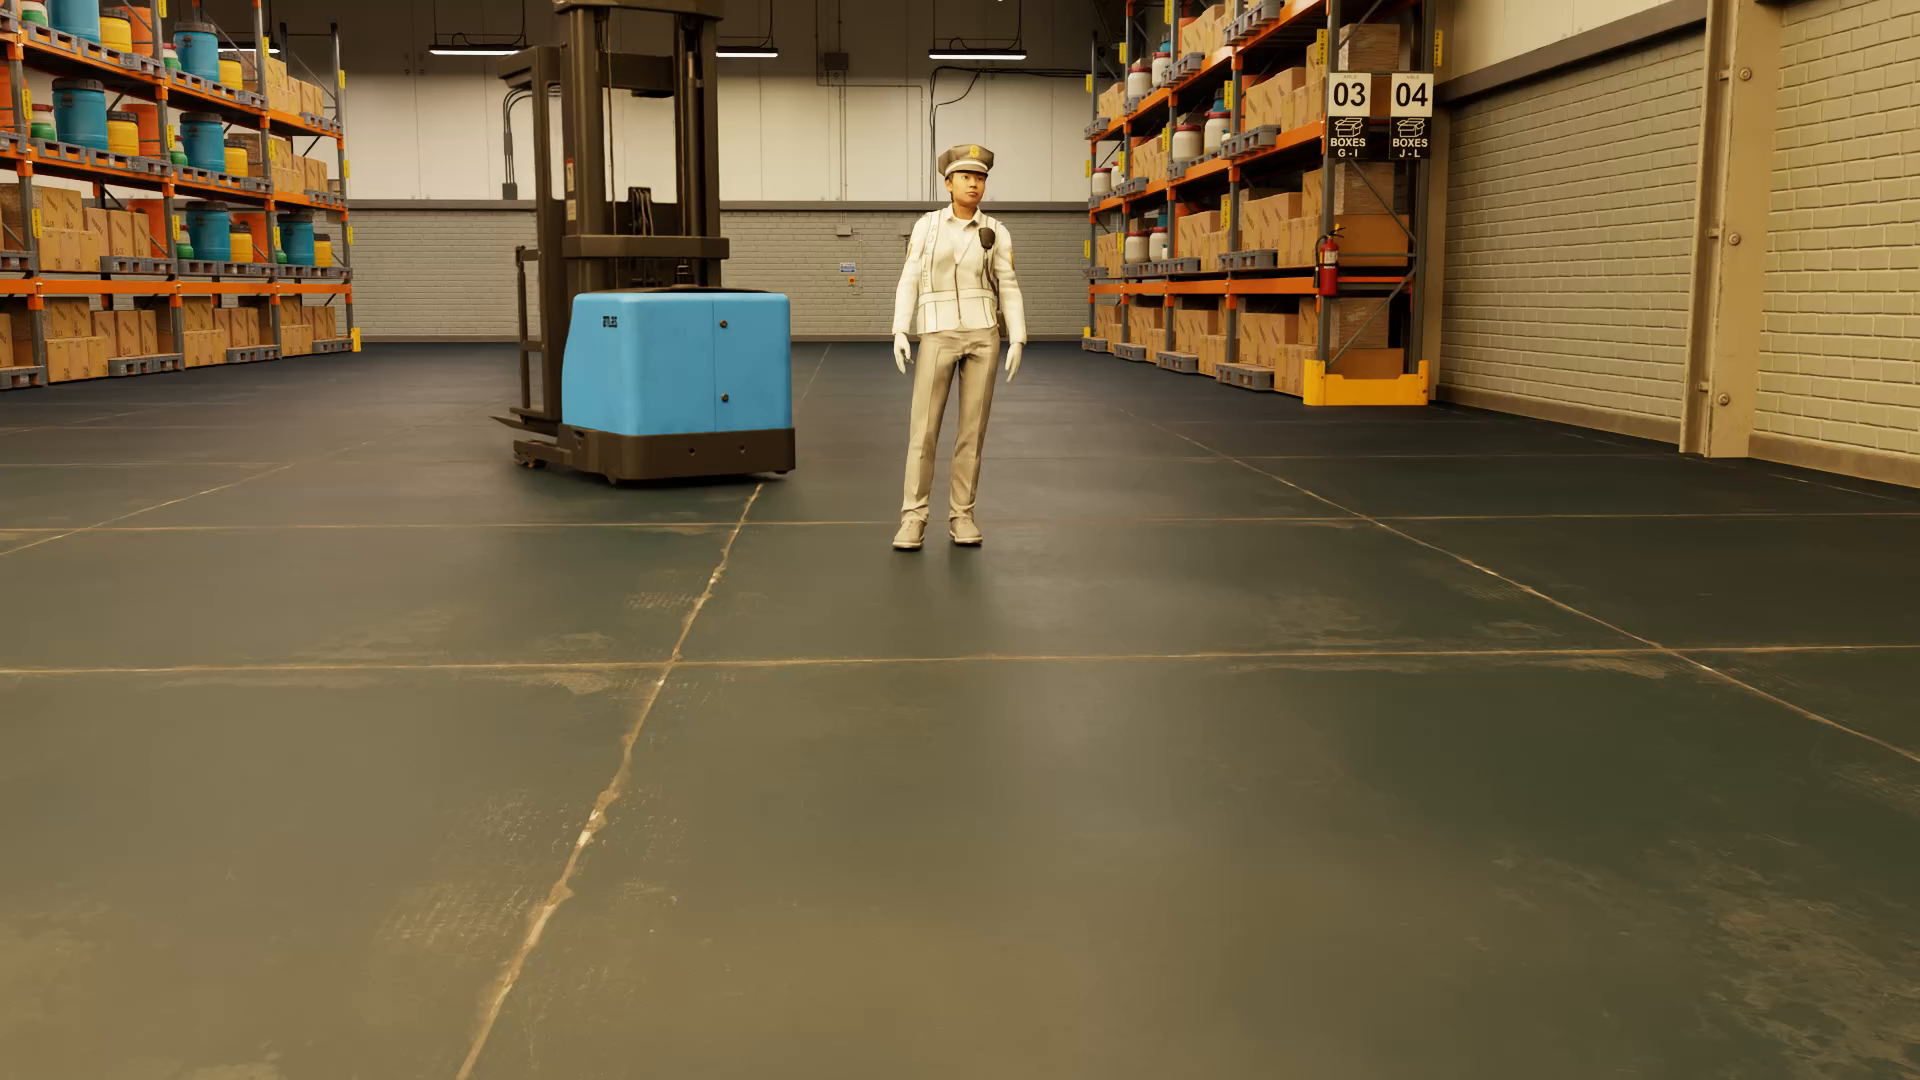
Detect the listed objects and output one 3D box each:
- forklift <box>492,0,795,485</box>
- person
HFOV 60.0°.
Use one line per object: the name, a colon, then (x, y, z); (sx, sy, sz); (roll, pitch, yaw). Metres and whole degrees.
forklift: (-2.161, -1.928, 10.313); (1.130, 2.935, 3.031); (-5, 10, -32)
person: (-0.003, -0.835, 7.116); (0.586, 1.694, 0.530); (-1, 8, -4)
